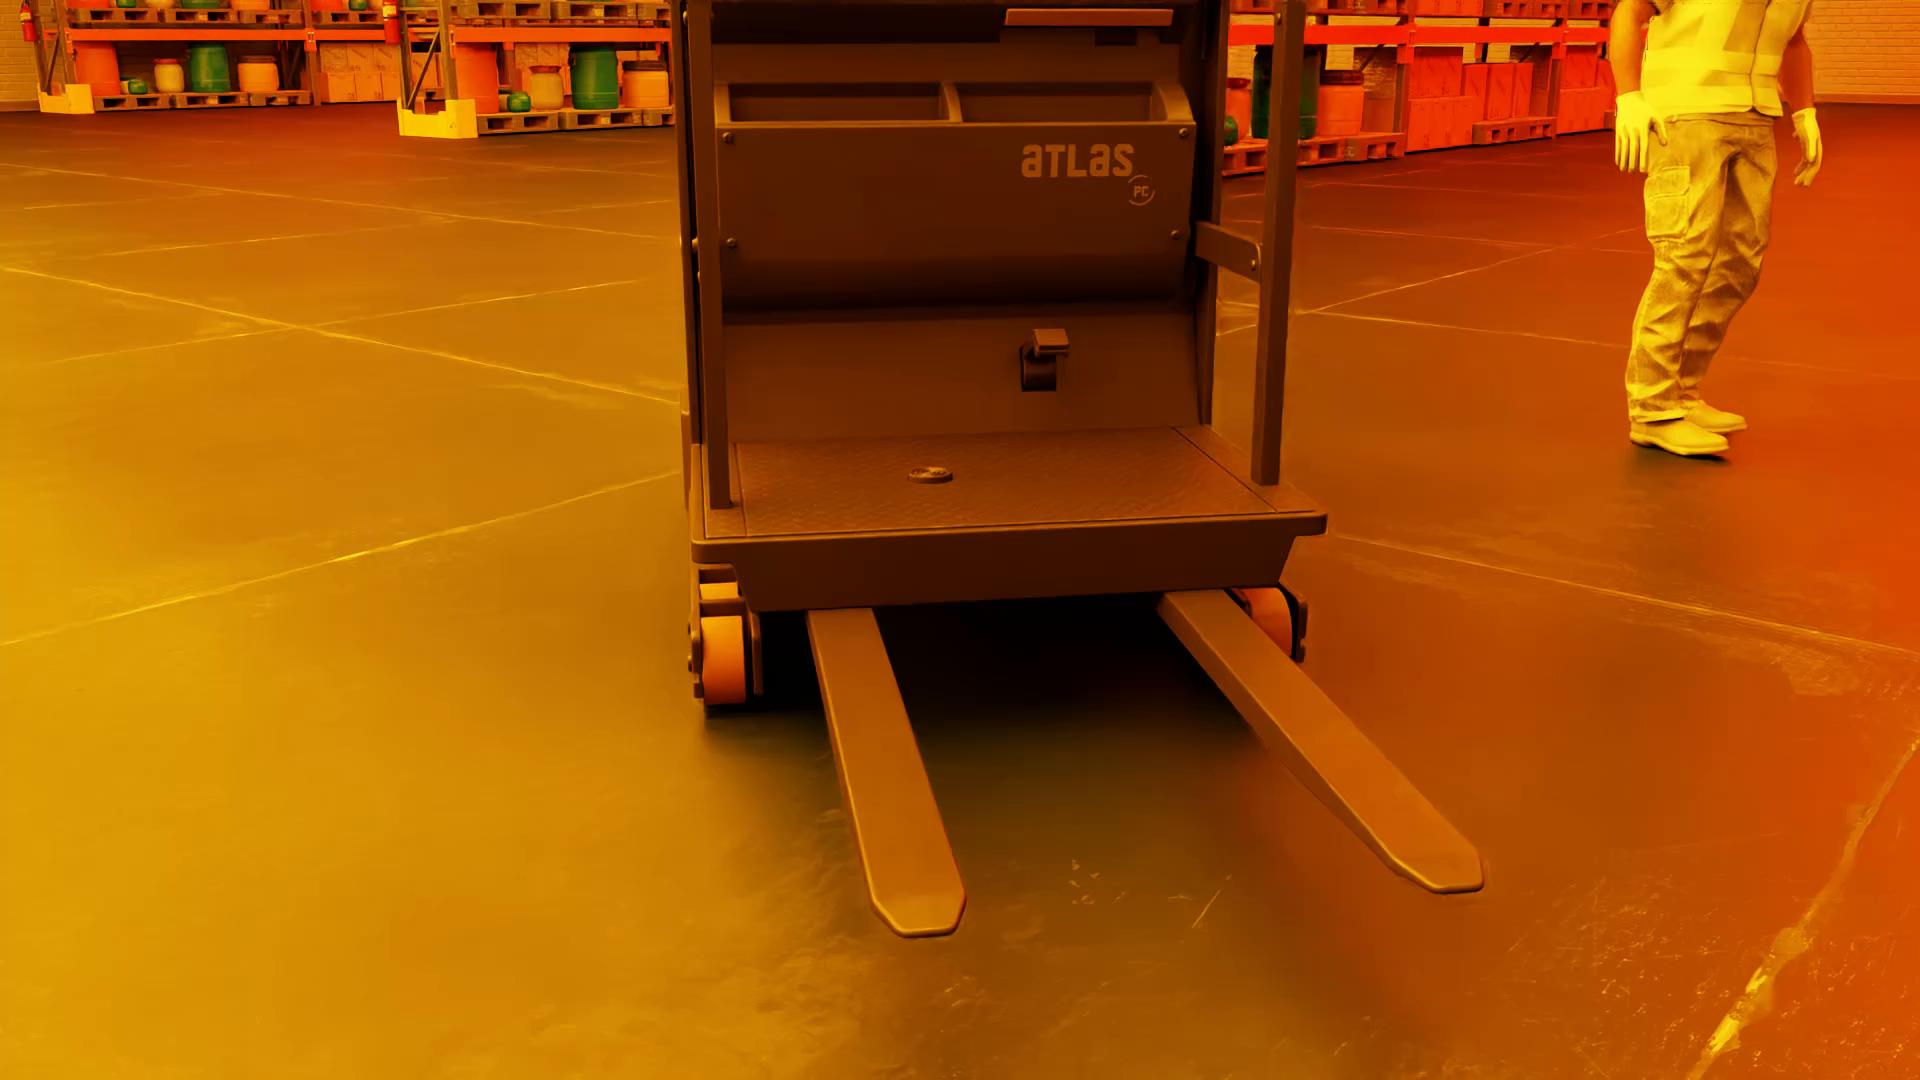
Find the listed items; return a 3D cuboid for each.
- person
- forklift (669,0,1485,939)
[{"bbox_3d":[2.162,-1.148,4.684,0.753,1.768,0.492,-9,19,-26],"label":"person"},{"bbox_3d":[0.027,-1.216,2.902,1.130,2.935,3.031,-3,17,-9],"label":"forklift"}]
